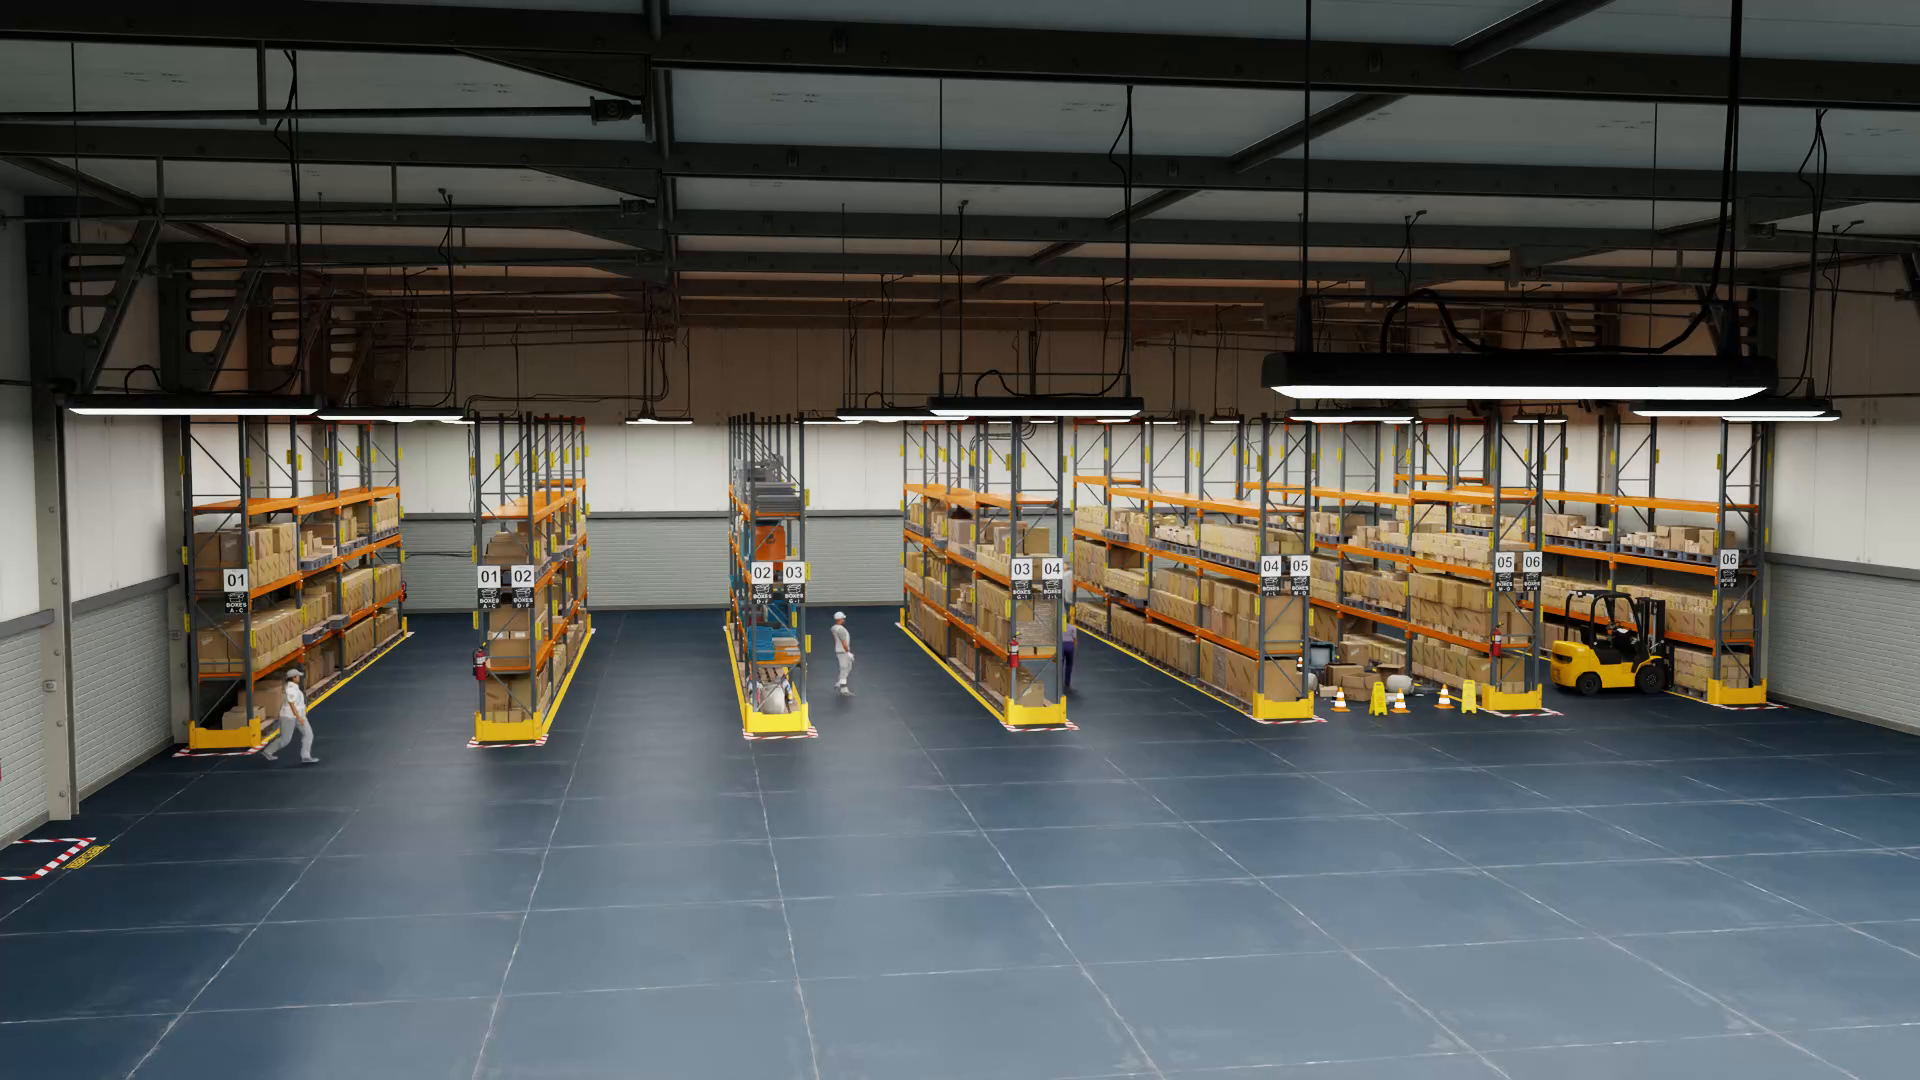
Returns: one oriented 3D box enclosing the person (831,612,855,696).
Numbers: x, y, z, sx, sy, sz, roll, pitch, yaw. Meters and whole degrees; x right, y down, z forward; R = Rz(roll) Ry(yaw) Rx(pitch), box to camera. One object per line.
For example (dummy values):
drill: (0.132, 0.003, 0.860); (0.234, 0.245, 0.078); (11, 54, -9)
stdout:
person: (-2.497, 2.419, 35.478); (0.496, 1.798, 0.667); (0, 4, -5)

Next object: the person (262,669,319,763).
person: (-11.377, 2.987, 28.228); (0.911, 1.606, 0.488); (0, 4, 7)

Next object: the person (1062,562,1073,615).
person: (3.206, 1.473, 50.172); (0.480, 1.650, 0.619); (3, 5, 39)

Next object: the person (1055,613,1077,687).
person: (2.330, 2.419, 36.488); (0.481, 1.620, 0.490); (2, 4, 22)
